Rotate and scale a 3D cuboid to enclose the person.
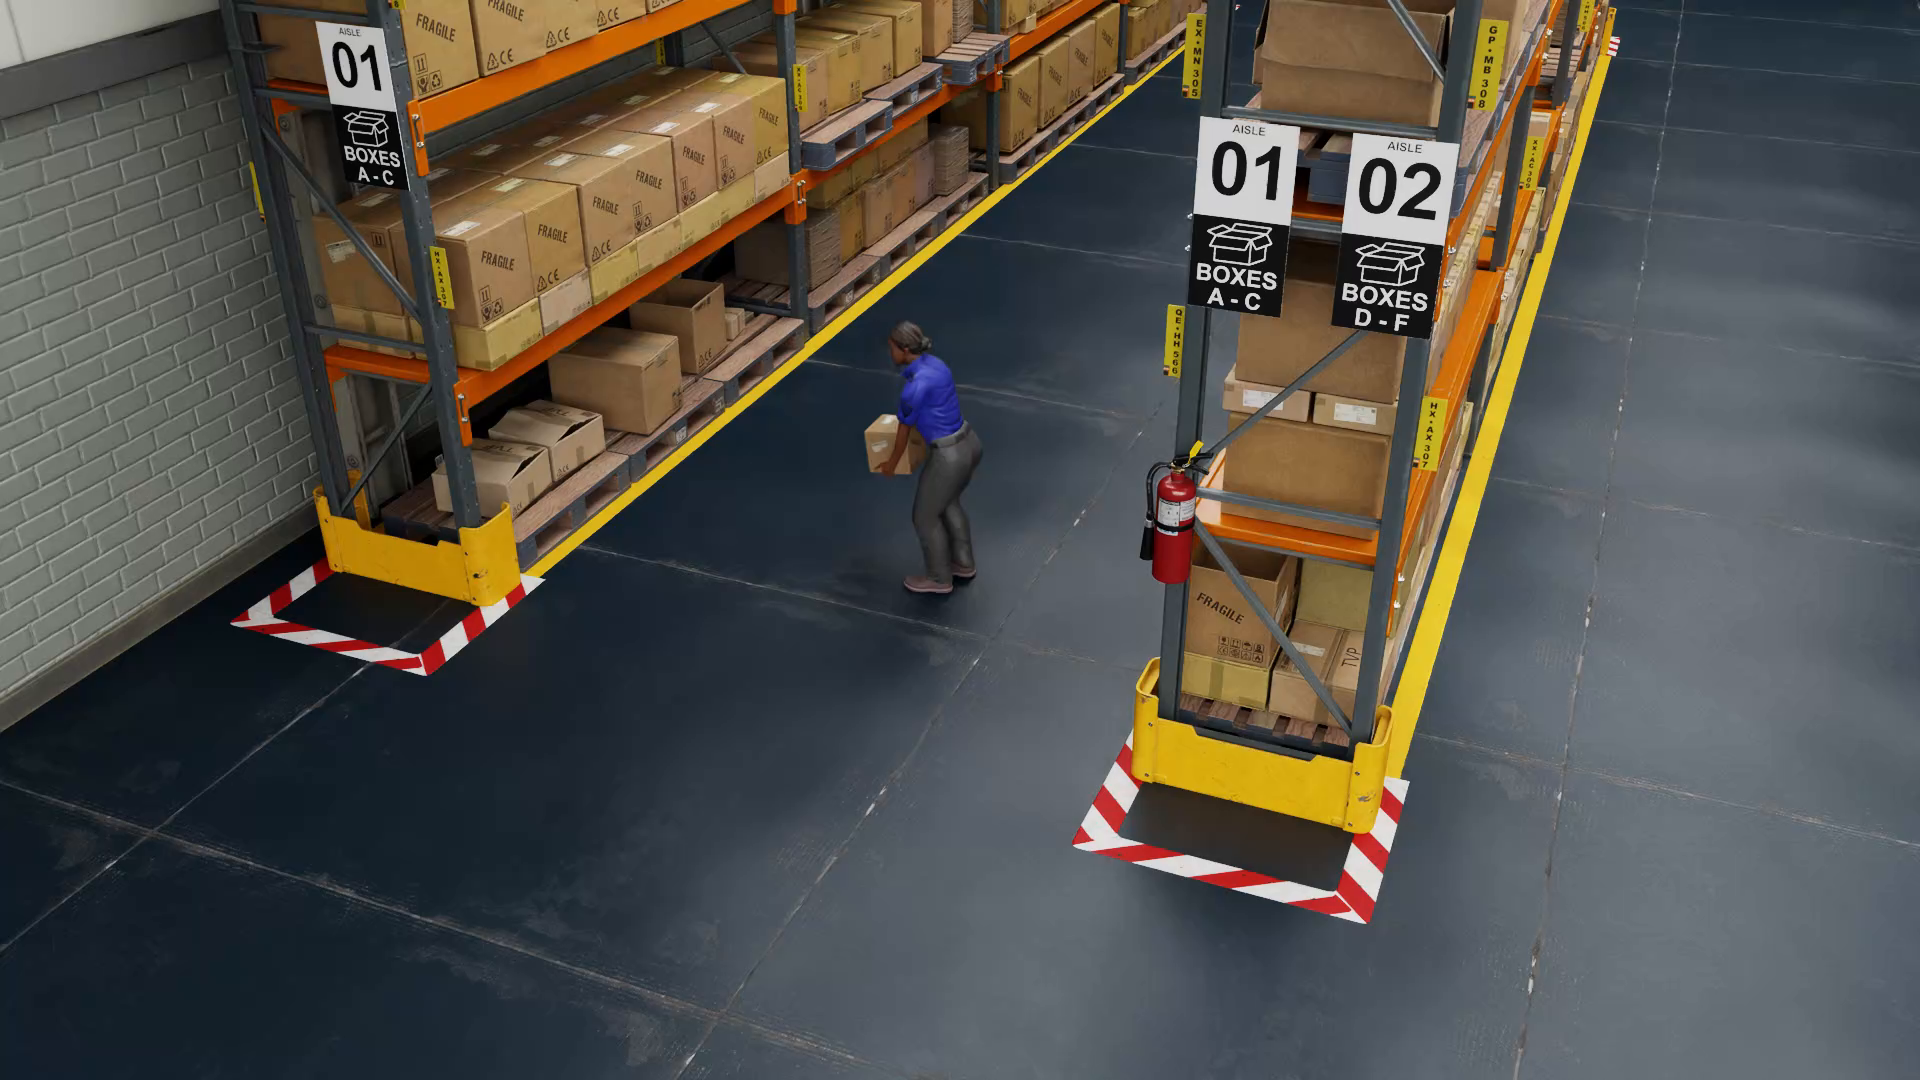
[{"bbox_3d":[-0.171,-0.457,9.262,0.560,1.599,0.413,11,32,18],"label":"person"}]
